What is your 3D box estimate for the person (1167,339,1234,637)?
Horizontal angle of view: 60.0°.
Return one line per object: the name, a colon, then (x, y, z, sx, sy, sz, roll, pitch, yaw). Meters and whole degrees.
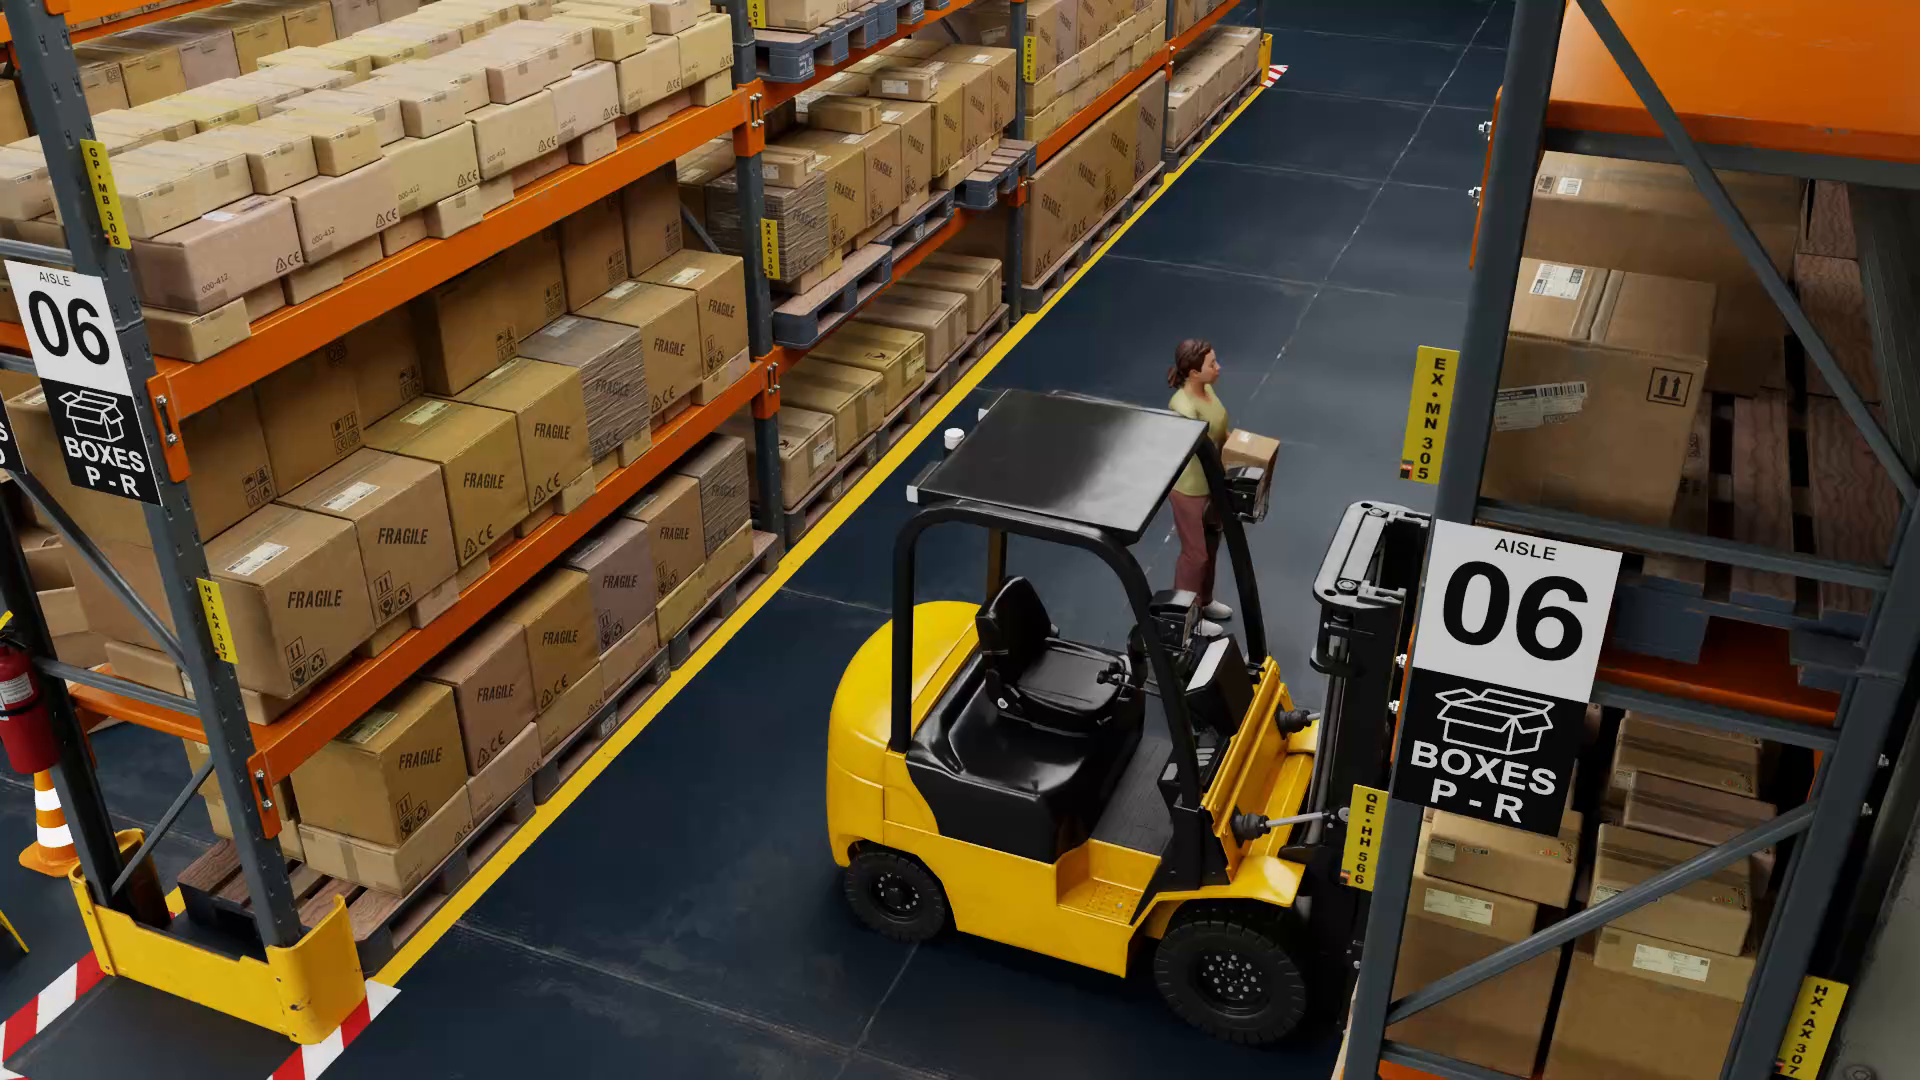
person: (1.323, -0.276, 8.889, 0.547, 1.666, 0.426, 12, 32, 20)
